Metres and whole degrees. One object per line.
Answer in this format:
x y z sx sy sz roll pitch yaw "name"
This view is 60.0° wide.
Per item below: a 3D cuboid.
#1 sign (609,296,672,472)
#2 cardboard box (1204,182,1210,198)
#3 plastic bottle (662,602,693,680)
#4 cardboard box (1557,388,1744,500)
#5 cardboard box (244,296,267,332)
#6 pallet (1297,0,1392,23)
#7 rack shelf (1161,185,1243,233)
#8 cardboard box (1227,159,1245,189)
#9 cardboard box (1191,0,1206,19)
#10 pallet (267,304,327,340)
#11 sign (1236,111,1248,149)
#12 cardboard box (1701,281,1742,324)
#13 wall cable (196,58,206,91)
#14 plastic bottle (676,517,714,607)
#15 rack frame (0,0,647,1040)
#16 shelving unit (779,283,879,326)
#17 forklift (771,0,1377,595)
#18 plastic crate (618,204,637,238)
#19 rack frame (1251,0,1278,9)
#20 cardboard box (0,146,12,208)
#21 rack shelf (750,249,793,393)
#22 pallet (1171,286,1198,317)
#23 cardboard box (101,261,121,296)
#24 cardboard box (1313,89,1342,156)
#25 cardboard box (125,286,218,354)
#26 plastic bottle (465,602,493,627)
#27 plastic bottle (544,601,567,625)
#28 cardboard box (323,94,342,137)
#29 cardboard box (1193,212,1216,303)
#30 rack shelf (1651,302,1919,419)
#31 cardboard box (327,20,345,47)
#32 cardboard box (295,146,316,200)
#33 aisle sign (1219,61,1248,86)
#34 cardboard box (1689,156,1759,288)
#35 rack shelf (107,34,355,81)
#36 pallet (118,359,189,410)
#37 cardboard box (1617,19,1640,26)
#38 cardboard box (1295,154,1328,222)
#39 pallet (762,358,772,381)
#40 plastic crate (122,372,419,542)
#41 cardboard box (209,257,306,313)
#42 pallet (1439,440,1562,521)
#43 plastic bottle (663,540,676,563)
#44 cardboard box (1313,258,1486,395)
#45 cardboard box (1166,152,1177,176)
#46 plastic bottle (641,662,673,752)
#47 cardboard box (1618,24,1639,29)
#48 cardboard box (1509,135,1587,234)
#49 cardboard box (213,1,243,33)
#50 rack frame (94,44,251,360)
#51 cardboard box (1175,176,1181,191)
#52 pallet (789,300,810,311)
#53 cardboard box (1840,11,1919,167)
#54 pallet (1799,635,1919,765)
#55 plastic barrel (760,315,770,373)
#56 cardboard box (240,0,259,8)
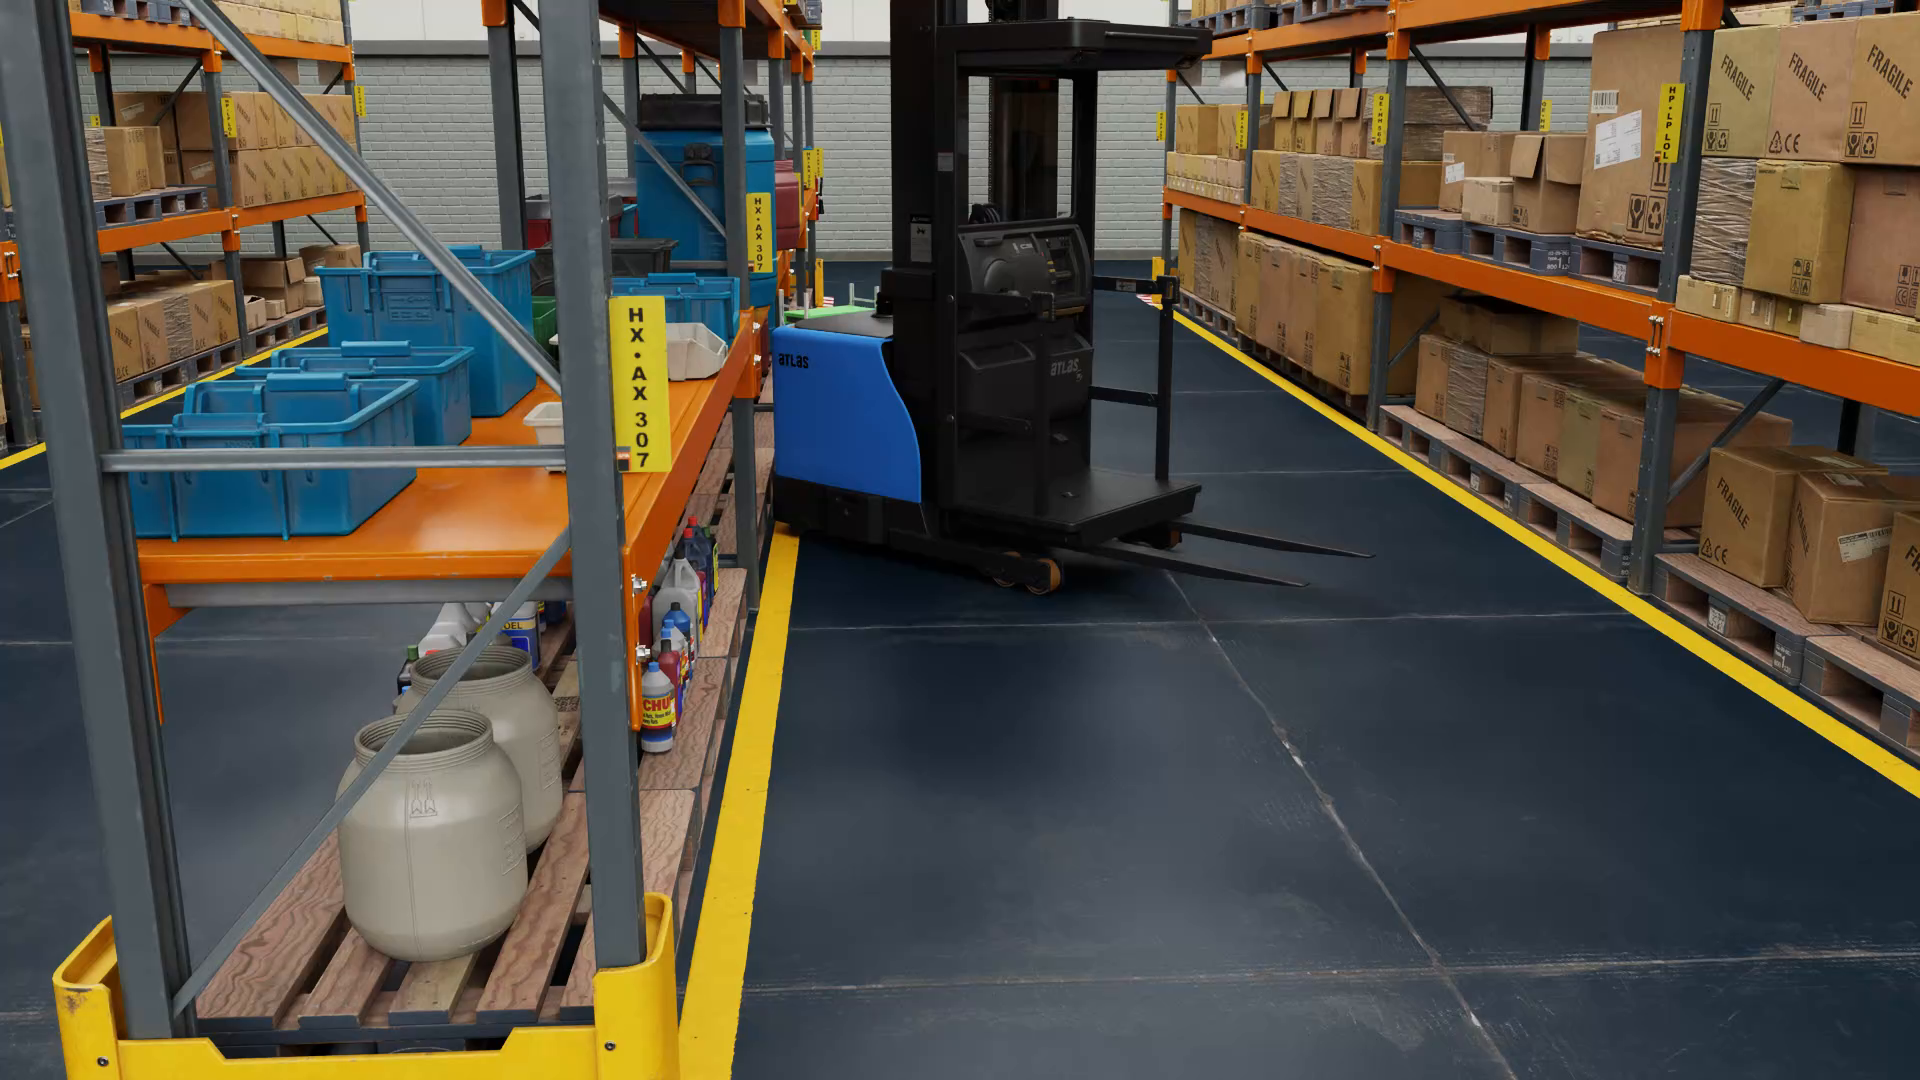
-0.587 -0.285 3.058 0.100 0.325 0.005 -1 14 -3 "sign"
2.638 -3.473 16.509 0.380 0.149 0.250 -1 14 -4 "cardboard box"
-0.978 0.349 5.744 0.097 0.271 0.097 0 14 0 "plastic bottle"
3.532 -0.489 8.541 0.700 0.500 0.500 -1 14 -4 "cardboard box"
-6.634 -2.071 15.068 0.500 0.311 0.500 -1 14 -3 "cardboard box"
3.146 -4.008 12.444 1.003 0.211 1.213 0 14 -1 "pallet"
2.940 -3.353 16.983 1.077 0.370 4.000 -1 14 -3 "rack shelf"
2.774 -3.381 15.353 0.500 0.250 0.500 -1 14 -4 "cardboard box"
2.816 -5.682 17.325 0.700 0.500 0.500 -1 14 -5 "cardboard box"
-6.944 -2.177 16.563 1.003 0.211 1.213 -1 14 -3 "pallet"
2.510 -3.653 14.808 0.100 0.325 0.005 -1 14 -3 "sign"
3.275 -0.972 6.790 0.380 0.149 0.250 -1 14 -3 "cardboard box"
-12.009 -6.783 23.063 3.097 2.526 0.112 -1 14 -3 "wall cable"
-1.057 0.087 6.600 0.144 0.351 0.185 -1 14 -5 "plastic bottle"
-1.133 -0.143 3.064 0.949 2.616 0.053 -1 14 -3 "rack frame"
-0.709 -0.785 9.168 0.503 1.200 0.258 -13 19 -41 "shelving unit"
0.480 -1.319 7.772 3.031 2.935 1.130 12 19 38 "forklift"
-1.763 -1.400 7.980 0.392 0.384 0.575 -1 14 -3 "plastic crate"
3.064 -6.110 14.213 1.000 3.000 0.127 -1 14 -3 "rack frame"
-6.728 -2.464 11.040 0.700 0.500 0.500 -6 16 -22 "cardboard box"
-1.508 -1.287 8.953 1.077 0.370 4.000 -1 14 -3 "rack shelf"
2.943 -2.651 18.406 1.003 0.211 1.213 -1 14 -3 "pallet"
-6.975 -2.045 13.084 0.500 0.250 0.500 -1 14 -3 "cardboard box"
3.197 -3.255 12.942 0.797 0.503 0.637 0 14 -2 "cardboard box"
-6.485 -1.813 13.688 0.500 0.500 0.500 -1 14 -3 "cardboard box"
-1.710 0.291 5.807 0.144 0.351 0.185 -1 14 -4 "plastic bottle"
-1.604 0.137 6.409 0.144 0.351 0.185 -1 14 -3 "plastic bottle"
-6.738 -4.348 17.197 0.500 0.500 0.500 0 14 -2 "cardboard box"
2.992 -2.989 17.546 0.875 0.875 0.875 -1 14 -3 "cardboard box"
3.683 -0.369 5.384 1.077 0.370 4.000 -1 14 -3 "rack shelf"
-6.777 -5.303 17.400 0.500 0.250 0.500 -1 14 -3 "cardboard box"
-6.680 -3.610 16.336 0.500 0.500 0.500 -1 14 -4 "cardboard box"
3.111 -5.481 18.590 0.394 0.787 0.004 -1 14 -3 "aisle sign"
3.525 -1.294 6.739 0.875 0.500 0.500 -1 14 -3 "cardboard box"
-6.948 -4.654 16.019 1.077 0.370 4.000 -1 14 -3 "rack shelf"
-6.657 -1.196 12.751 1.003 0.211 1.213 -1 14 -3 "pallet"
7.541 -5.757 18.160 0.500 0.250 0.500 -1 14 -3 "cardboard box"
2.942 -2.757 13.019 0.500 0.500 0.500 -1 14 -2 "cardboard box"
-1.795 -1.281 13.080 1.003 0.211 1.213 -1 14 -3 "pallet"
-1.466 -0.191 3.548 0.499 0.251 0.616 -1 14 -3 "plastic crate"
-6.945 -2.523 16.441 0.797 0.503 0.637 -1 14 -3 "cardboard box"
3.431 -0.362 9.509 1.003 0.211 1.213 -1 14 -3 "pallet"
-1.201 0.090 6.592 0.144 0.351 0.185 -1 14 -3 "plastic bottle"
3.289 -1.556 11.975 1.225 0.875 0.875 -2 15 -6 "cardboard box"
2.576 -4.147 18.328 0.500 0.250 0.500 -1 14 -5 "cardboard box"
-0.938 0.509 5.120 0.097 0.271 0.097 0 14 0 "plastic bottle"
7.545 -5.515 18.222 0.500 0.250 0.500 0 14 -1 "cardboard box"
3.360 -1.898 8.832 0.797 0.503 0.637 1 14 2 "cardboard box"
-6.607 -4.557 14.499 0.500 0.250 0.500 -1 14 -3 "cardboard box"
-6.824 -3.052 14.369 1.000 3.000 0.127 -1 14 -3 "rack frame"
2.542 -3.857 18.000 0.380 0.149 0.250 -1 14 -5 "cardboard box"
-2.043 -2.264 16.901 1.003 0.211 1.213 -1 14 -3 "pallet"
3.396 -1.527 5.637 0.500 0.500 0.500 -1 14 -3 "cardboard box"
3.715 0.606 5.746 1.003 0.211 1.213 -1 14 -3 "pallet"
-1.749 -1.571 12.608 0.600 0.588 0.708 -1 14 -3 "plastic barrel"
-6.639 -4.923 14.920 0.500 0.250 0.500 -1 14 -3 "cardboard box"
